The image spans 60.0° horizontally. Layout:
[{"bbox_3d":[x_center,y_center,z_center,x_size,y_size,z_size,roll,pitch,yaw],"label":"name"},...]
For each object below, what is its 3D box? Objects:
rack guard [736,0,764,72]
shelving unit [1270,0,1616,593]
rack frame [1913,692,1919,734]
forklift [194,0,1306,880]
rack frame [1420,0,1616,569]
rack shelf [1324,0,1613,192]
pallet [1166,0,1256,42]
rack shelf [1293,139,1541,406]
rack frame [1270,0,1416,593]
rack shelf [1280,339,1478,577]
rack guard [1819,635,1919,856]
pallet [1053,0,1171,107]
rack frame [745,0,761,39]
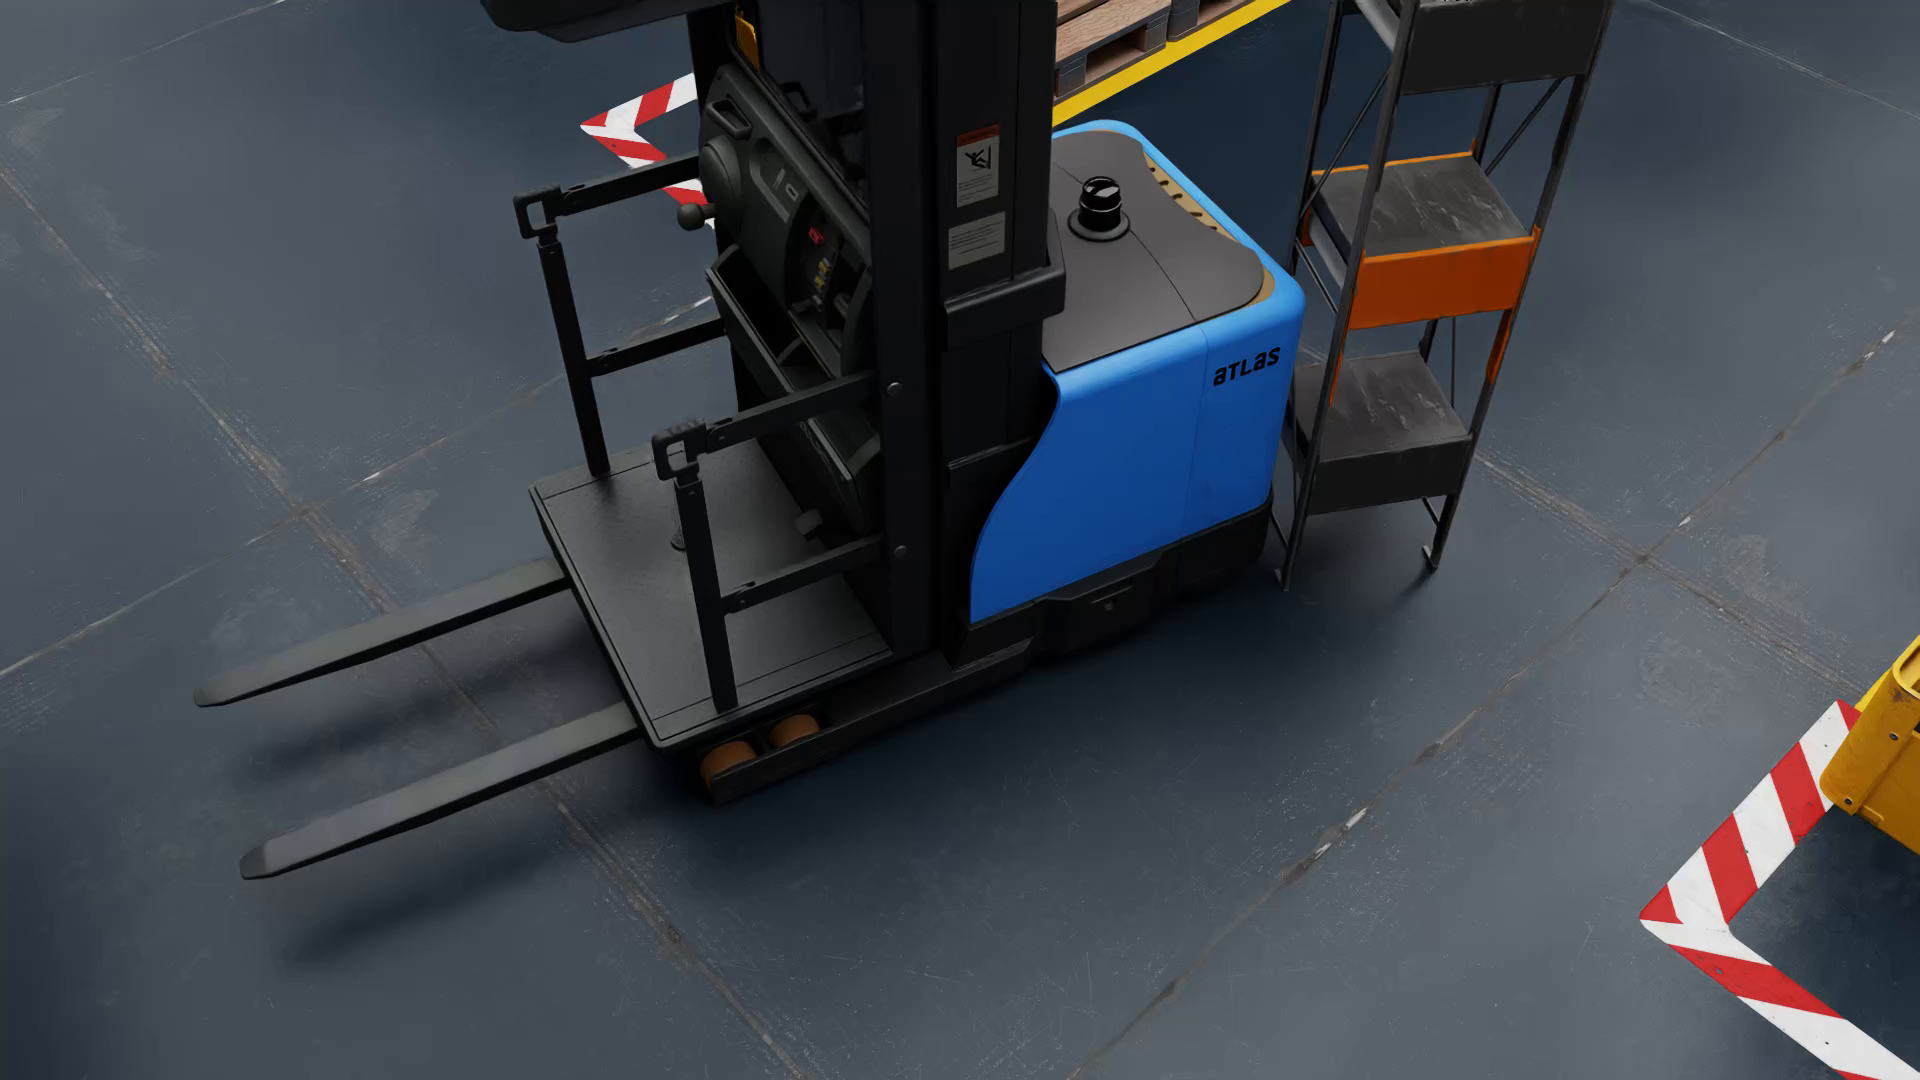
[{"bbox_3d":[-0.514,-1.889,6.653,0.348,0.500,1.175,-34,56,-27],"label":"rack guard"},{"bbox_3d":[1.197,-0.732,4.496,0.503,2.100,0.431,-9,48,-8],"label":"shelving unit"},{"bbox_3d":[2.824,-0.060,3.264,0.127,3.000,1.000,-34,56,-27],"label":"rack frame"},{"bbox_3d":[-0.609,-0.727,3.927,3.031,2.935,1.130,-21,51,-18],"label":"forklift"},{"bbox_3d":[1.436,-0.768,4.529,0.015,2.100,0.400,-9,48,-8],"label":"rack frame"},{"bbox_3d":[1.197,-1.199,3.993,0.480,0.518,0.431,-9,48,-8],"label":"rack shelf"},{"bbox_3d":[1.033,-2.797,7.687,1.213,0.211,1.003,-34,56,-27],"label":"pallet"},{"bbox_3d":[1.197,-0.723,4.506,0.480,0.518,0.431,-9,48,-8],"label":"rack shelf"},{"bbox_3d":[0.958,-0.696,4.463,0.015,2.100,0.400,-9,48,-8],"label":"rack frame"},{"bbox_3d":[1.197,-0.247,5.020,0.480,0.518,0.431,-9,48,-8],"label":"rack shelf"},{"bbox_3d":[2.880,0.750,4.218,0.348,0.500,1.175,-34,56,-27],"label":"rack guard"},{"bbox_3d":[0.131,-2.196,7.133,1.213,0.211,1.003,-34,56,-27],"label":"pallet"},{"bbox_3d":[-0.505,-2.755,5.751,0.127,3.000,1.000,-34,56,-27],"label":"rack frame"}]
